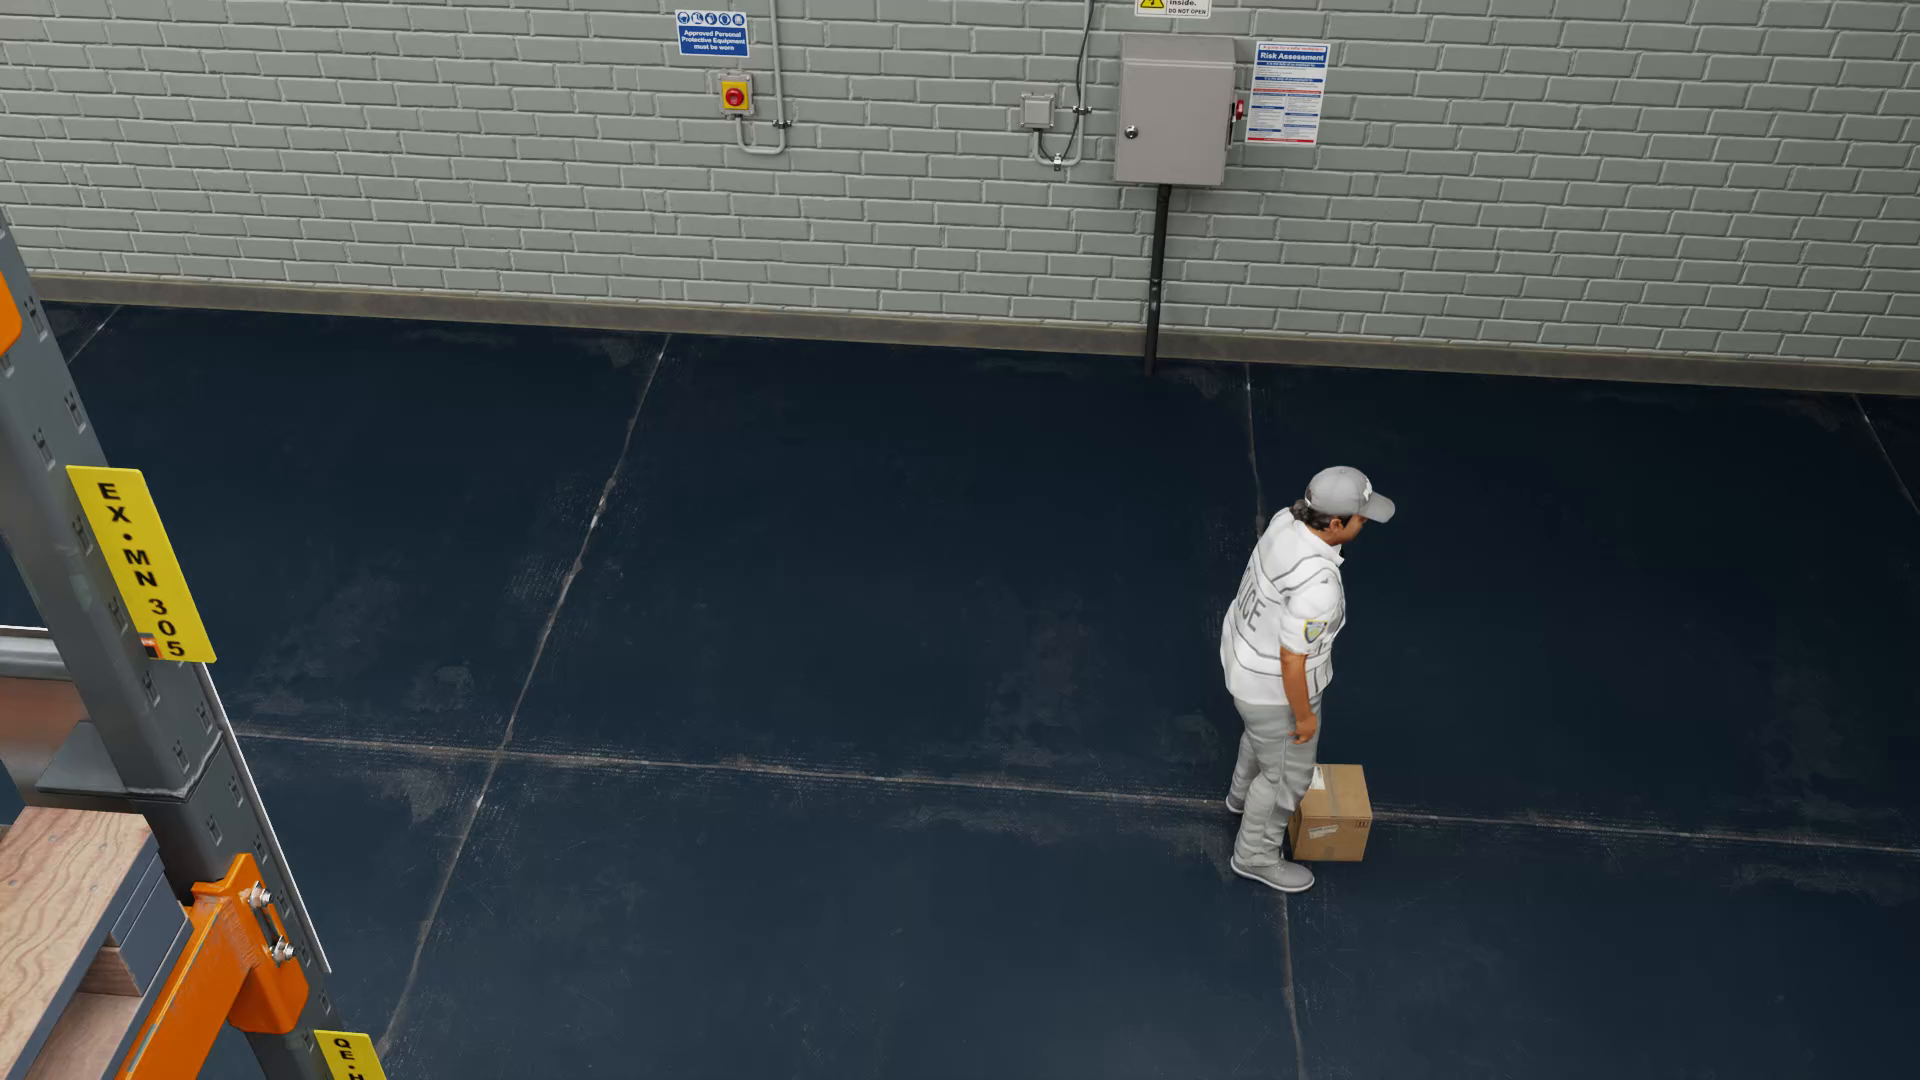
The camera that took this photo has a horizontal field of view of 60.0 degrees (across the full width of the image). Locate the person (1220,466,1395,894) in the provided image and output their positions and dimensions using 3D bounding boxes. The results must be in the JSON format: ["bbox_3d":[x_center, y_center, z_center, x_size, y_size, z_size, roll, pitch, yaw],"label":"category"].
[{"bbox_3d":[1.122,0.450,5.622,0.470,1.665,0.561,1,40,1],"label":"person"}]
